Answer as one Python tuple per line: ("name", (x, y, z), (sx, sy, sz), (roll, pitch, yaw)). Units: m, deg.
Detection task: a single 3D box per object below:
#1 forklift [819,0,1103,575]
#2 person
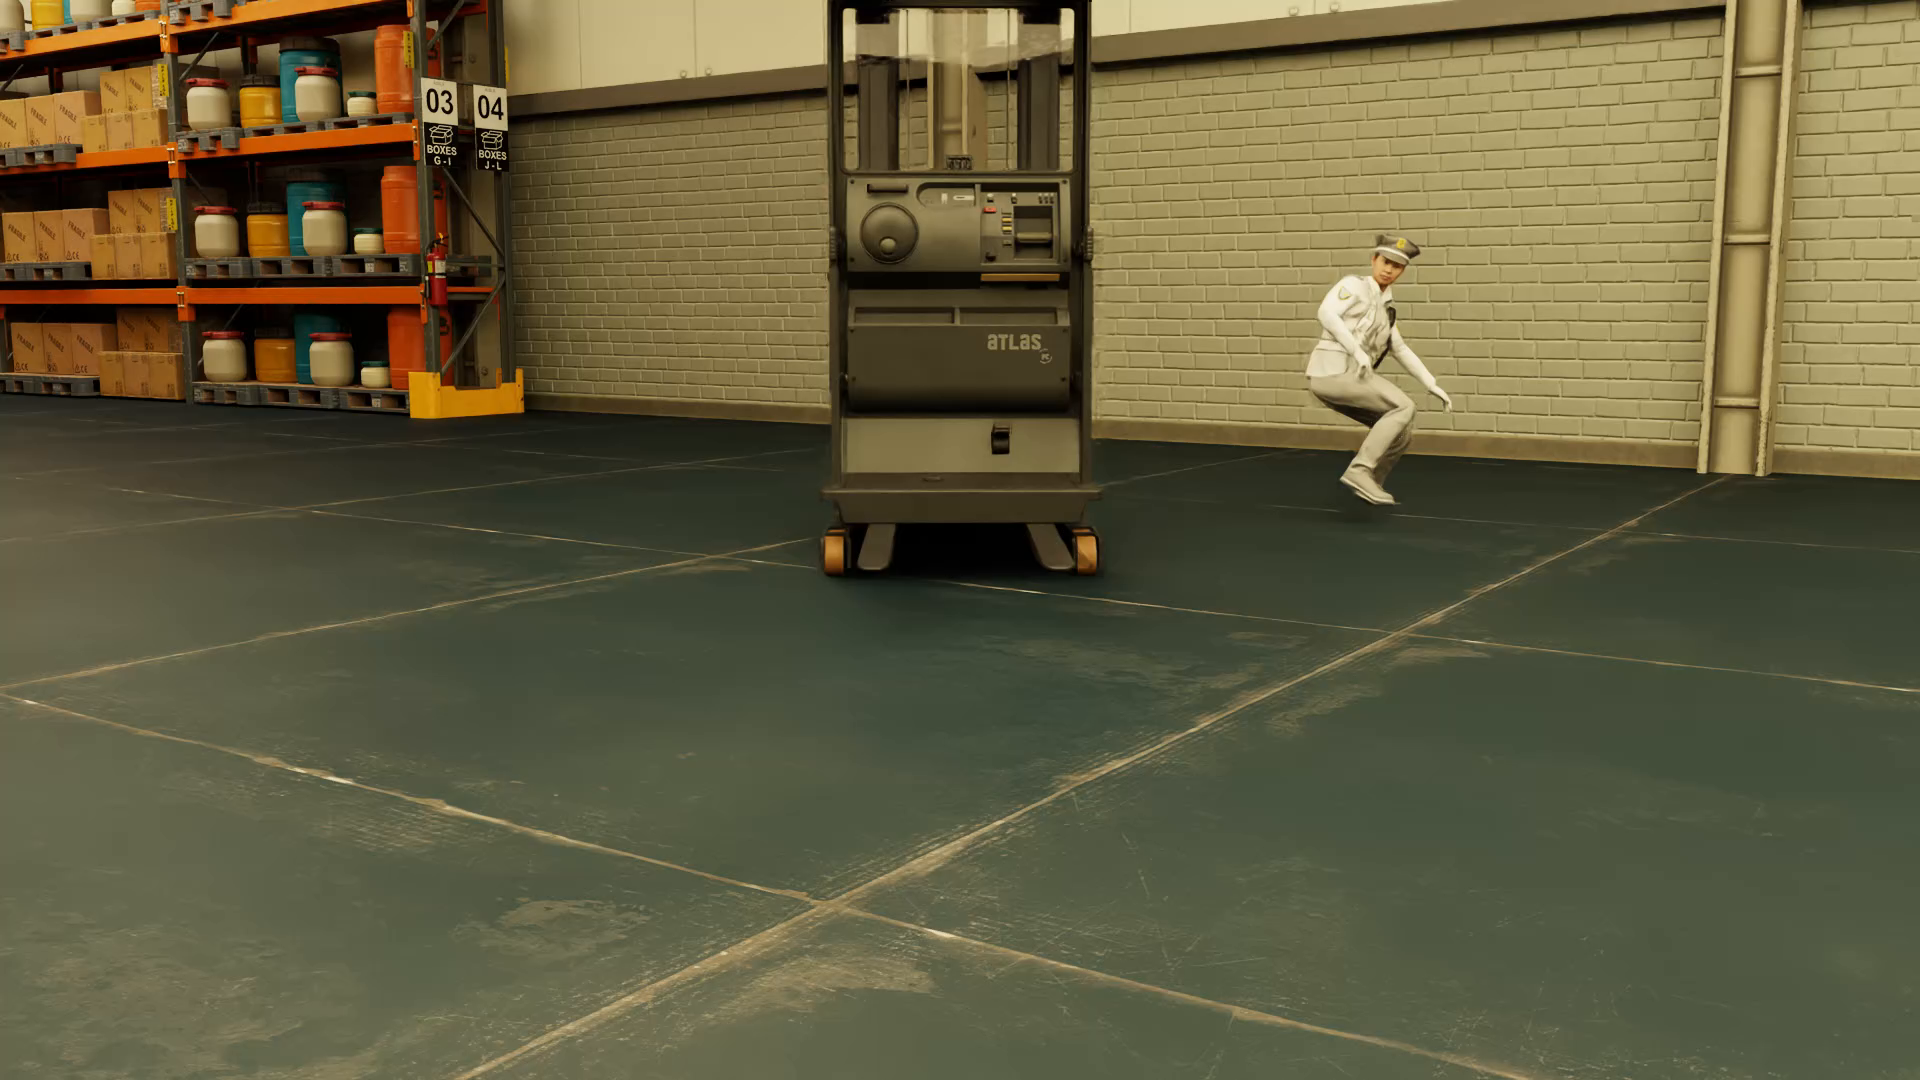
("forklift", (0.000, -1.351, 6.694), (1.130, 2.935, 3.031), (0, 8, -1))
("person", (2.145, -0.831, 8.570), (0.654, 1.468, 0.839), (4, 9, 28))
